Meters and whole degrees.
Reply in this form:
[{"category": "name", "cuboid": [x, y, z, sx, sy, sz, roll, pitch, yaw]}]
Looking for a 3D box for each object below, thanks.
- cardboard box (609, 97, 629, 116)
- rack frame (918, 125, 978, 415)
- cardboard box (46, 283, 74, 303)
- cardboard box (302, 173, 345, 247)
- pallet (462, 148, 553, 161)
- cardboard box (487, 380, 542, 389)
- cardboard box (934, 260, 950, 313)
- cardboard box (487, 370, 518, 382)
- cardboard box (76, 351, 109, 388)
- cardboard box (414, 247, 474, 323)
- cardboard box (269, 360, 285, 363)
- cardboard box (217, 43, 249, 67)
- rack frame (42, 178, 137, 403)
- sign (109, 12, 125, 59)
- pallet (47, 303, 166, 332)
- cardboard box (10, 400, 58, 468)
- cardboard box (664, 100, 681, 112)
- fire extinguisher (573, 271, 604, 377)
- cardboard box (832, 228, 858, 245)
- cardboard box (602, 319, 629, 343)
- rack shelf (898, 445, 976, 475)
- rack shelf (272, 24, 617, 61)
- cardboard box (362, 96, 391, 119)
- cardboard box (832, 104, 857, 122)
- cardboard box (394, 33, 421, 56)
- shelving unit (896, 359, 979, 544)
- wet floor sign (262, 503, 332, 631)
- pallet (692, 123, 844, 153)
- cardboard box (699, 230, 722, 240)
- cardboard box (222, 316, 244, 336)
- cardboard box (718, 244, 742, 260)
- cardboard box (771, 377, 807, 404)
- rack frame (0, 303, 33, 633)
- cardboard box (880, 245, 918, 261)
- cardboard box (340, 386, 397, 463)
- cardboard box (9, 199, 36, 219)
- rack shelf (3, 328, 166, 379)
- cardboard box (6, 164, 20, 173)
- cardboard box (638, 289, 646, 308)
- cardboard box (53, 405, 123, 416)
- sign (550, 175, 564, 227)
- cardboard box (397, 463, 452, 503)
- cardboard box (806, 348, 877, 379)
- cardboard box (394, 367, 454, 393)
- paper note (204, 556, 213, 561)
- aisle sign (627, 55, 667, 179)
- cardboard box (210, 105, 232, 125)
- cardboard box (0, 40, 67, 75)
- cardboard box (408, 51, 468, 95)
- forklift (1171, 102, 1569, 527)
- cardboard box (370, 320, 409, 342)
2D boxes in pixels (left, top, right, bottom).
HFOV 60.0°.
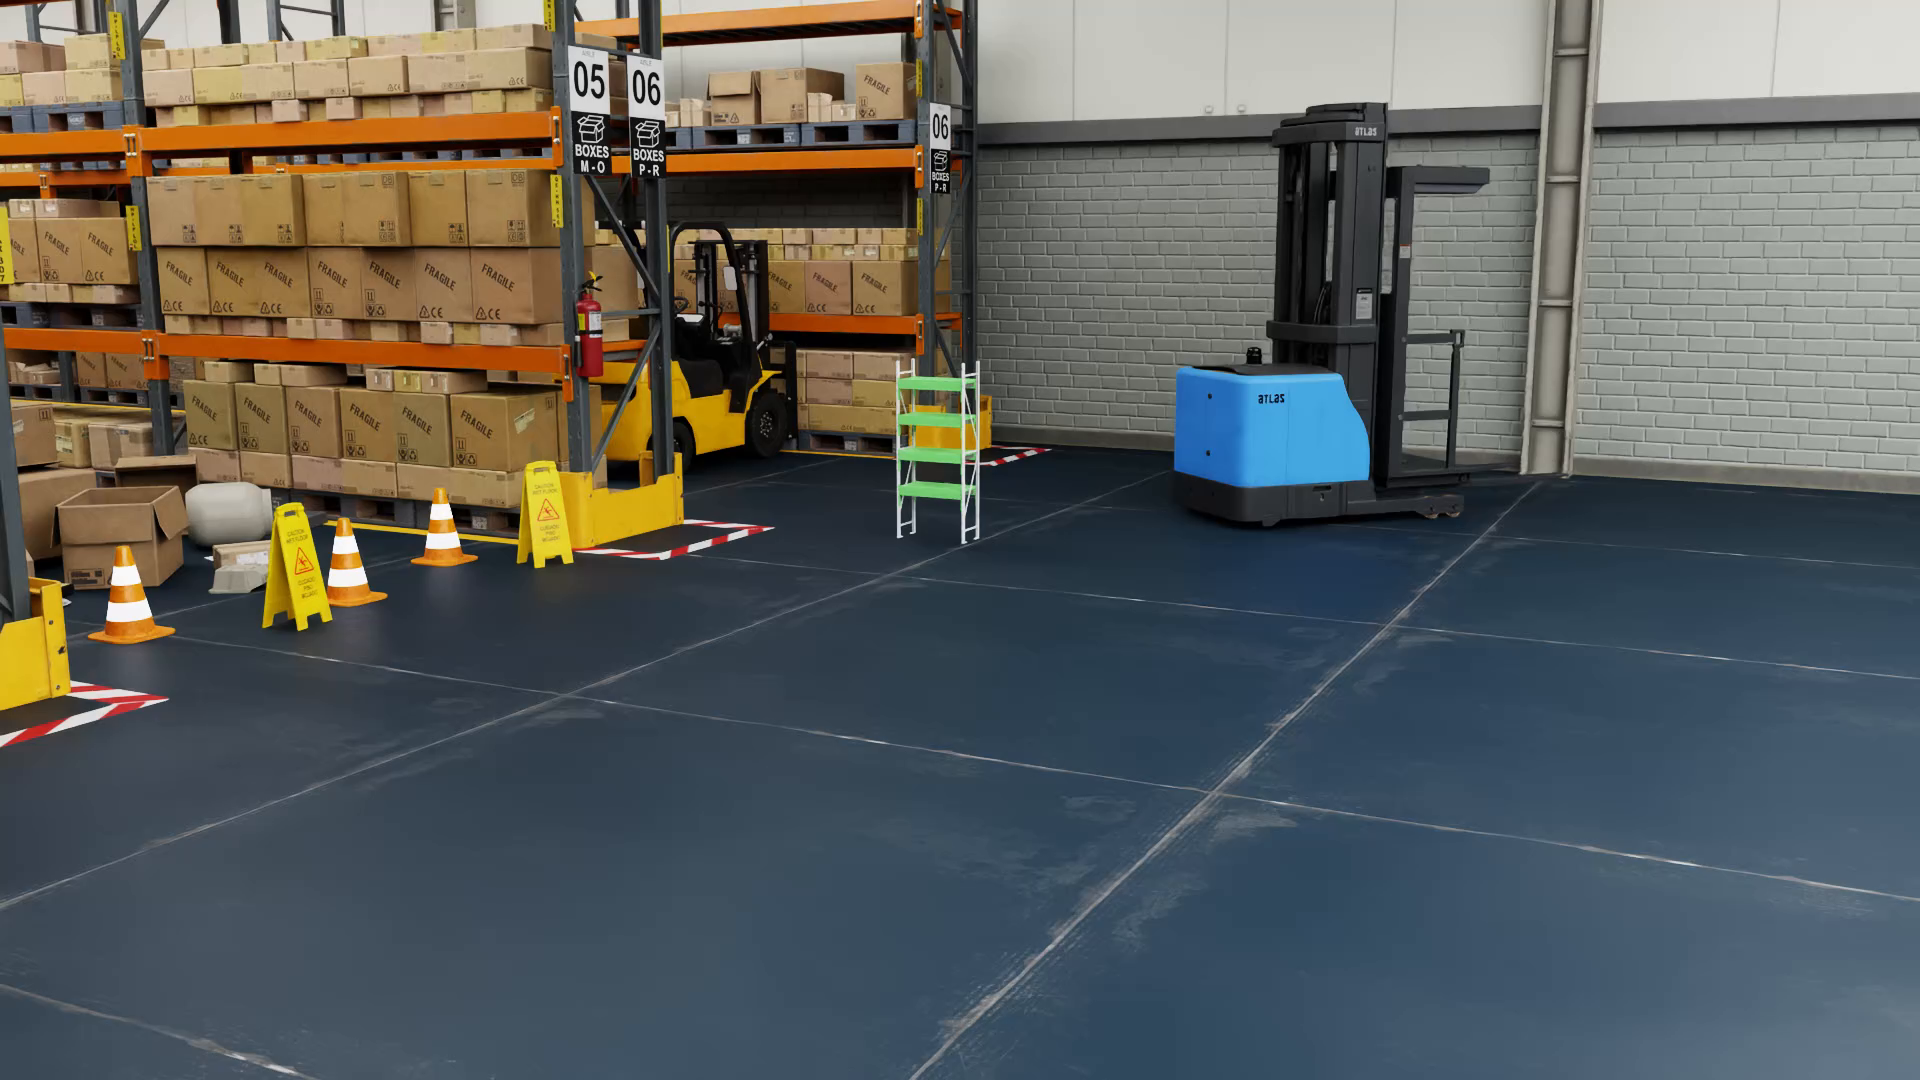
[{"category": "cardboard box", "cuboid": [-2.453, -2.947, 11.374, 0.250, 0.149, 0.380, 5, 11, 26]}, {"category": "rack frame", "cuboid": [-0.106, -2.310, 15.570, 0.127, 3.000, 1.000, 5, 11, 26]}, {"category": "cardboard box", "cuboid": [-6.946, -1.950, 13.106, 0.250, 0.149, 0.380, 5, 11, 25]}, {"category": "cardboard box", "cuboid": [-4.193, -2.336, 11.792, 0.500, 0.500, 0.700, 5, 11, 25]}, {"category": "pallet", "cuboid": [-4.490, -4.074, 17.434, 1.217, 0.209, 0.805, 5, 11, 24]}, {"category": "cardboard box", "cuboid": [-3.393, -0.889, 12.158, 0.500, 0.500, 0.500, 5, 11, 24]}, {"category": "cardboard box", "cuboid": [-0.428, -2.442, 16.022, 0.500, 0.500, 0.500, 5, 12, 28]}, {"category": "cardboard box", "cuboid": [-4.859, -1.765, 18.048, 0.625, 0.625, 0.875, 5, 11, 25]}, {"category": "cardboard box", "cuboid": [-10.534, -2.158, 20.571, 0.500, 0.500, 0.500, 6, 12, 28]}, {"category": "cardboard box", "cuboid": [-3.355, -1.751, 11.368, 0.500, 0.500, 0.500, 5, 11, 26]}, {"category": "cardboard box", "cuboid": [-7.755, -1.916, 19.233, 0.500, 0.500, 0.500, 5, 12, 27]}, {"category": "cardboard box", "cuboid": [-5.046, -3.437, 11.841, 0.250, 0.149, 0.380, 5, 11, 25]}, {"category": "rack frame", "cuboid": [-10.868, -3.255, 20.795, 0.127, 3.000, 1.000, 5, 11, 26]}, {"category": "sign", "cuboid": [-6.129, -3.667, 12.090, 0.005, 0.325, 0.100, 5, 11, 26]}, {"category": "pallet", "cuboid": [-6.507, -1.821, 13.408, 1.213, 0.211, 1.003, 5, 11, 26]}, {"category": "cardboard box", "cuboid": [-6.647, -0.688, 11.501, 0.500, 0.500, 0.500, 5, 11, 26]}, {"category": "cardboard box", "cuboid": [-3.055, -4.209, 16.429, 0.500, 0.311, 0.500, 5, 12, 27]}, {"category": "fire extinguisher", "cuboid": [-2.401, -1.396, 10.739, 0.183, 0.674, 0.296, 5, 11, 26]}, {"category": "cardboard box", "cuboid": [-1.002, -2.850, 15.617, 0.250, 0.149, 0.380, 5, 12, 27]}, {"category": "cardboard box", "cuboid": [-2.512, -1.453, 11.541, 0.250, 0.149, 0.380, 5, 11, 26]}, {"category": "rack shelf", "cuboid": [-0.148, -0.541, 11.207, 0.480, 0.148, 0.258, 5, 11, 26]}, {"category": "rack shelf", "cuboid": [-5.487, -5.184, 17.748, 4.000, 0.370, 1.077, 5, 11, 26]}, {"category": "cardboard box", "cuboid": [-3.879, -2.958, 11.434, 0.250, 0.149, 0.380, 5, 11, 24]}, {"category": "cardboard box", "cuboid": [-0.984, -3.935, 15.372, 0.250, 0.149, 0.380, 5, 11, 24]}, {"category": "cardboard box", "cuboid": [-3.605, -3.333, 11.269, 0.250, 0.149, 0.380, 5, 11, 26]}, {"category": "shelving unit", "cuboid": [-0.148, -0.603, 11.195, 0.503, 1.200, 0.258, 5, 11, 26]}, {"category": "wet floor sign", "cuboid": [-3.497, 0.126, 8.720, 0.232, 0.644, 0.267, 3, 11, 16]}, {"category": "pallet", "cuboid": [-1.827, -3.898, 16.172, 1.213, 0.211, 1.003, 5, 11, 26]}, {"category": "cardboard box", "cuboid": [-2.349, -2.978, 16.327, 0.250, 0.149, 0.380, 5, 11, 26]}, {"category": "cardboard box", "cuboid": [-5.245, -1.605, 12.379, 0.250, 0.149, 0.380, 5, 11, 26]}, {"category": "cardboard box", "cuboid": [-2.146, -2.801, 16.183, 0.250, 0.149, 0.380, 5, 11, 25]}, {"category": "cardboard box", "cuboid": [-1.598, -1.476, 16.103, 0.500, 0.250, 0.500, 5, 11, 25]}, {"category": "rack frame", "cuboid": [-4.399, -0.718, 6.776, 0.127, 3.000, 1.000, 5, 11, 26]}, {"category": "cardboard box", "cuboid": [-0.541, -2.661, 15.407, 0.250, 0.149, 0.380, 5, 11, 27]}, {"category": "cardboard box", "cuboid": [-4.052, -0.842, 11.898, 0.500, 0.500, 0.500, 5, 11, 24]}, {"category": "cardboard box", "cuboid": [-7.280, -2.624, 13.188, 0.250, 0.149, 0.380, 4, 11, 23]}, {"category": "rack shelf", "cuboid": [-7.680, -1.636, 13.865, 4.000, 0.370, 1.077, 5, 11, 26]}, {"category": "cardboard box", "cuboid": [-11.539, -4.609, 20.555, 0.250, 0.149, 0.380, 5, 11, 26]}, {"category": "cardboard box", "cuboid": [-2.937, -2.559, 16.667, 0.500, 0.500, 0.500, 5, 12, 27]}, {"category": "cardboard box", "cuboid": [-7.628, -0.897, 13.964, 0.625, 0.372, 0.950, 5, 12, 28]}, {"category": "sign", "cuboid": [-2.563, -2.155, 10.576, 0.005, 0.325, 0.100, 5, 11, 26]}, {"category": "cardboard box", "cuboid": [-3.604, -0.433, 11.743, 0.500, 0.250, 0.500, 5, 11, 26]}, {"category": "cardboard box", "cuboid": [-1.118, -1.681, 15.831, 0.500, 0.250, 0.500, 5, 12, 27]}, {"category": "cardboard box", "cuboid": [-3.716, -1.119, 11.603, 0.250, 0.149, 0.380, 5, 12, 27]}, {"category": "paper note", "cuboid": [-4.723, 0.102, 10.611, 0.148, 0.019, 0.142, -10, 14, -43]}, {"category": "aisle sign", "cuboid": [-2.107, -2.841, 11.203, 0.004, 0.787, 0.394, 5, 11, 26]}, {"category": "cardboard box", "cuboid": [-5.234, -3.089, 12.159, 0.250, 0.149, 0.380, 5, 11, 26]}, {"category": "cardboard box", "cuboid": [-7.387, -3.789, 13.159, 0.500, 0.250, 0.500, 5, 12, 27]}, {"category": "cardboard box", "cuboid": [-3.322, -3.105, 11.125, 0.500, 0.250, 0.500, 5, 11, 25]}, {"category": "forklift", "cuboid": [3.144, -1.679, 12.278, 3.031, 2.935, 1.130, -4, 11, -22]}, {"category": "cardboard box", "cuboid": [-3.907, -1.478, 11.680, 0.250, 0.149, 0.380, 5, 11, 25]}]
